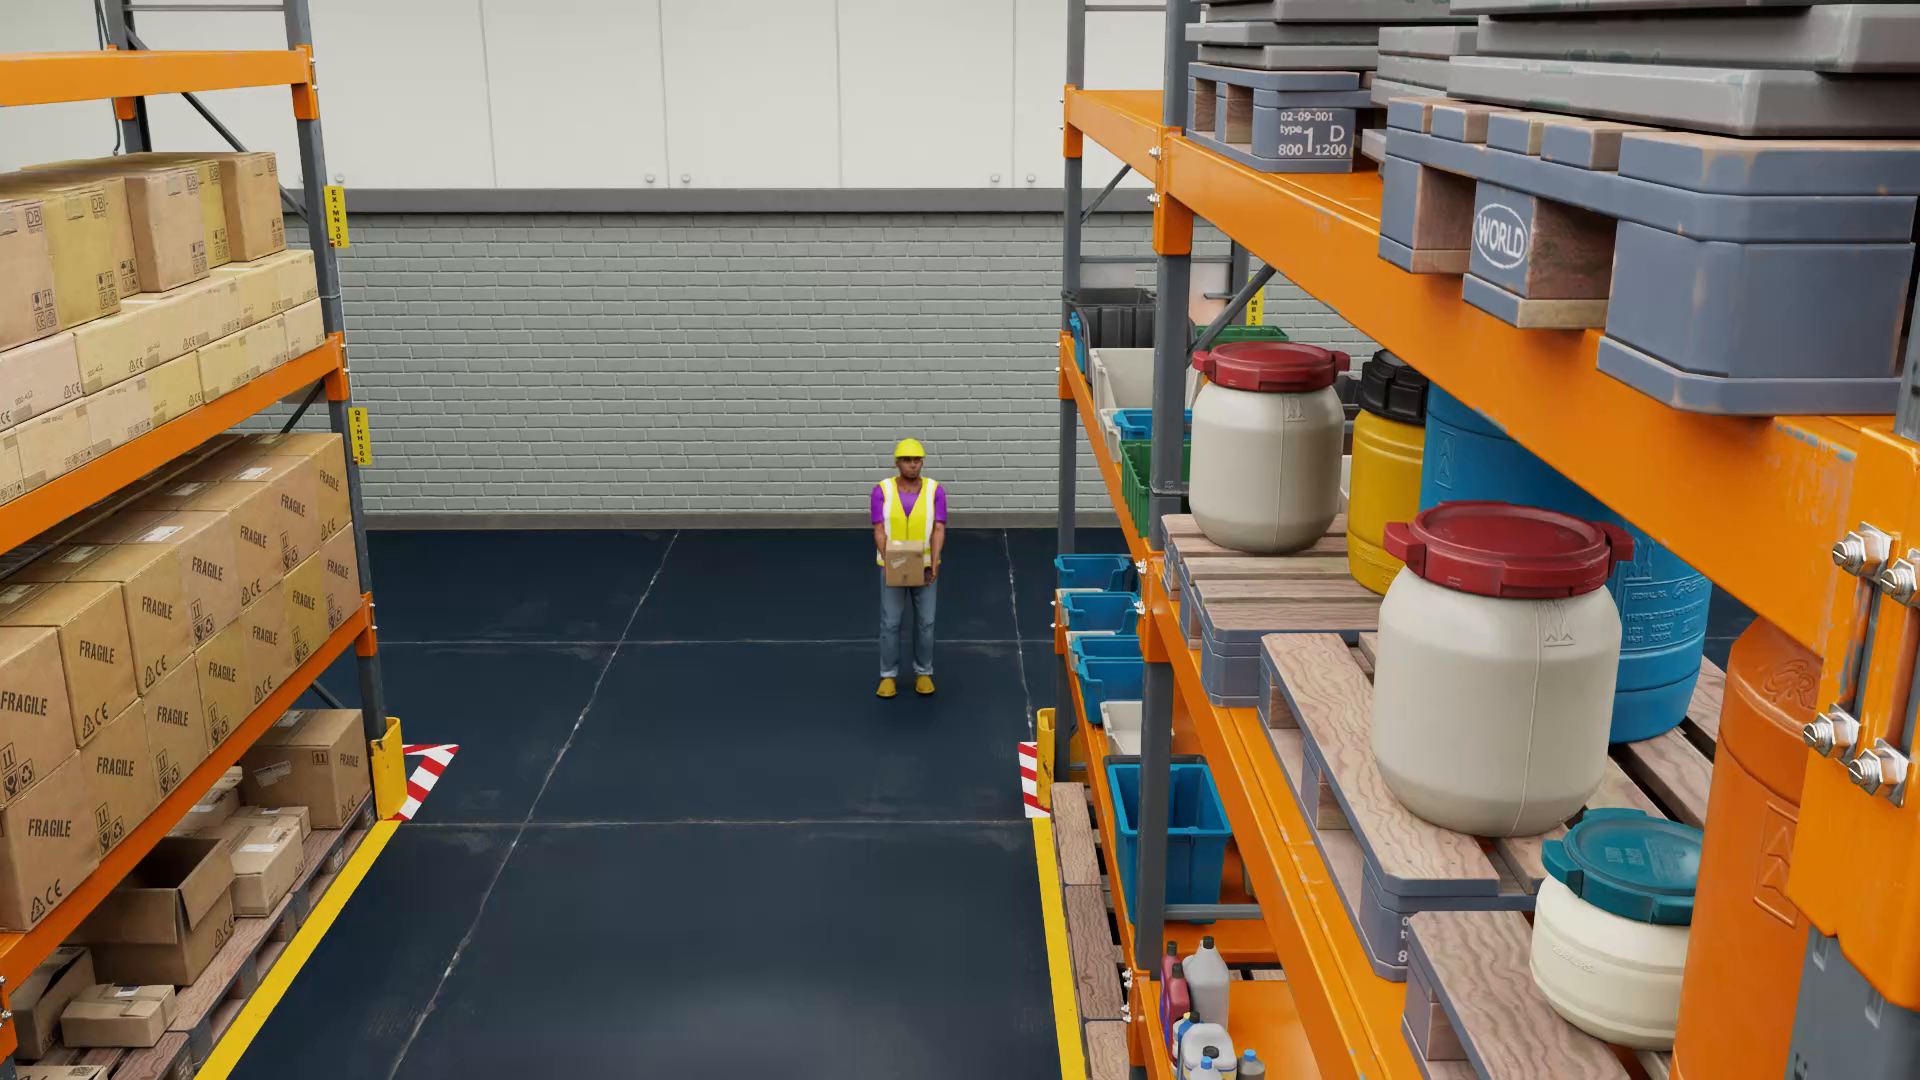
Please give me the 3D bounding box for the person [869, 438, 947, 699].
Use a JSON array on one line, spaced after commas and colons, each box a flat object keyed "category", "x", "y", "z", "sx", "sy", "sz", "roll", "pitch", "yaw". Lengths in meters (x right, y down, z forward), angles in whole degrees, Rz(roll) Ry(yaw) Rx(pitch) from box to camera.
[{"category": "person", "x": -0.343, "y": 0.201, "z": 11.339, "sx": 0.544, "sy": 1.772, "sz": 0.559, "roll": -4, "pitch": 17, "yaw": -12}]
